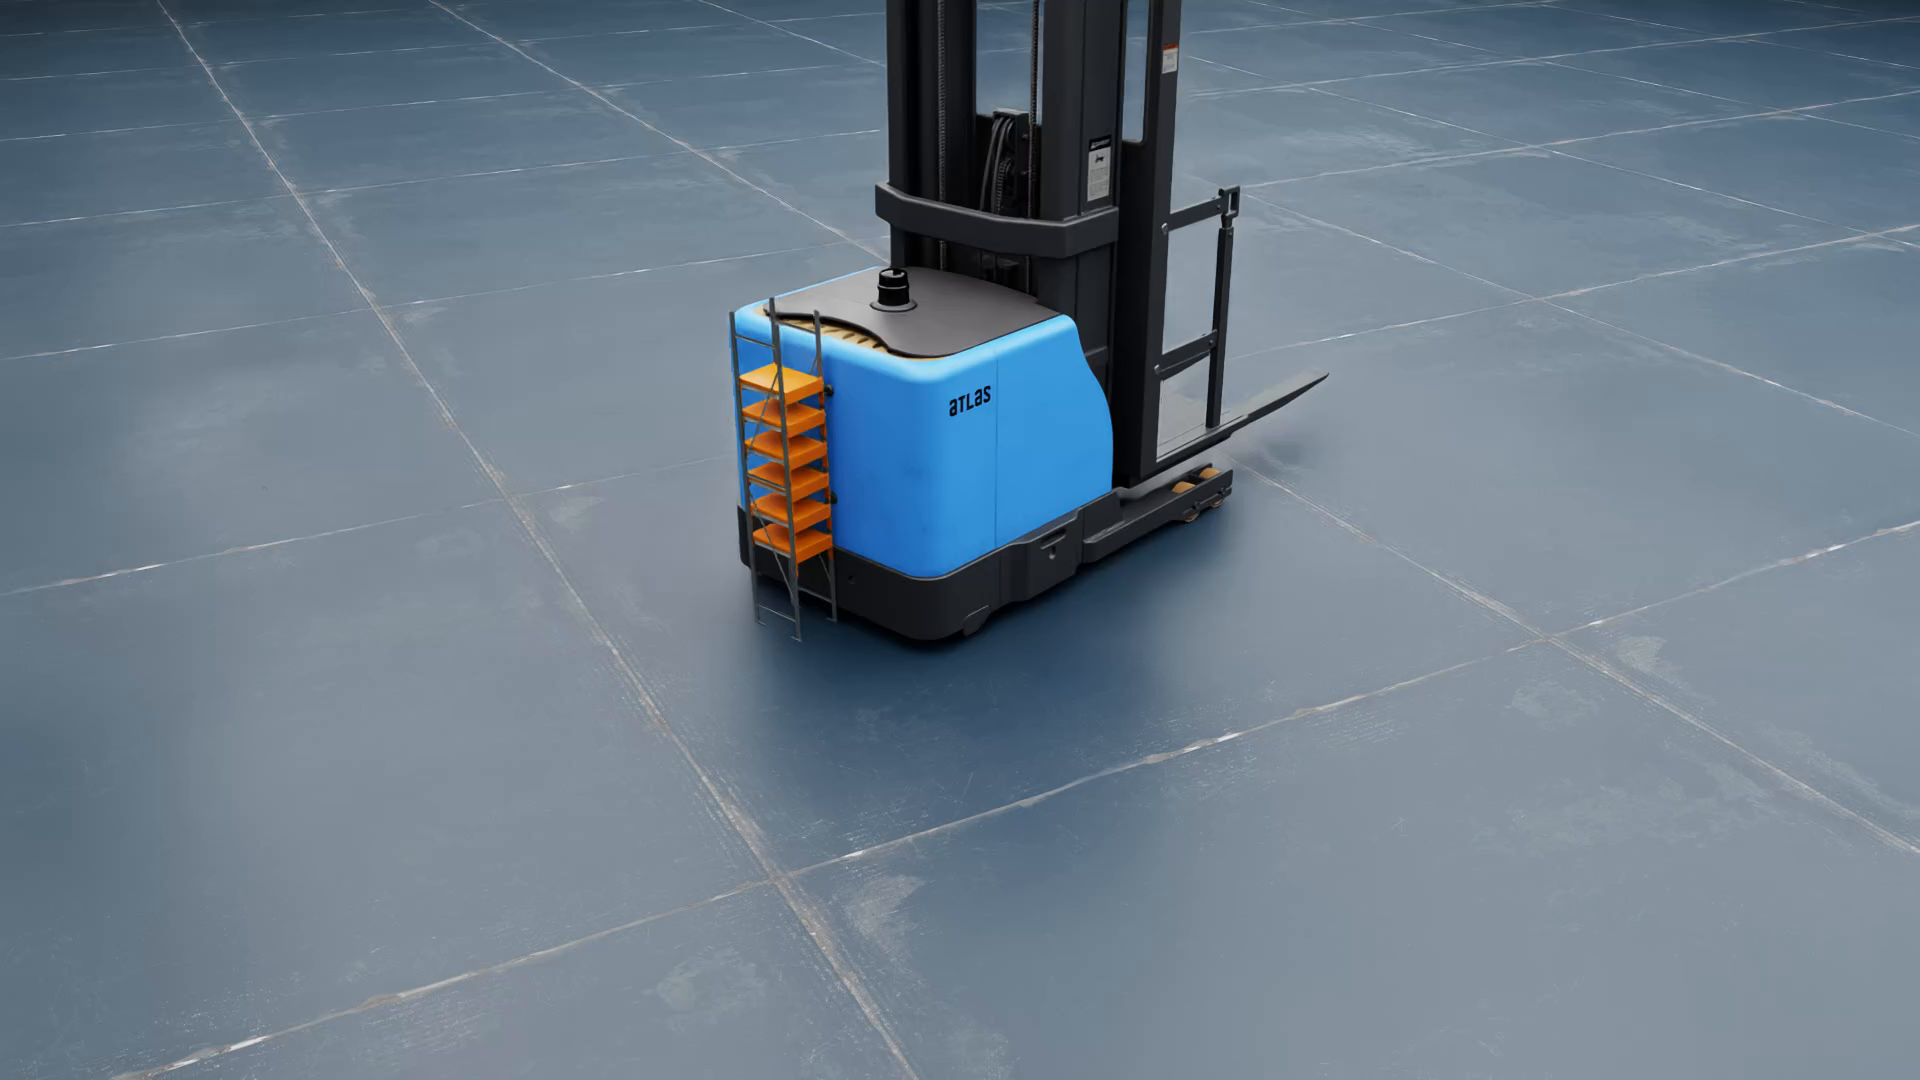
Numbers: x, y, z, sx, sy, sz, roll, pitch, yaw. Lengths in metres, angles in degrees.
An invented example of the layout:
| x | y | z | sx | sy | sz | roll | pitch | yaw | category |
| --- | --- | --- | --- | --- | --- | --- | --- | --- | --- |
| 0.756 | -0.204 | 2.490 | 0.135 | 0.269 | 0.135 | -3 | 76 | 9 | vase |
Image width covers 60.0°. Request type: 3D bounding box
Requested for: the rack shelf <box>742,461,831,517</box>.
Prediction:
| x | y | z | sx | sy | sz | roll | pitch | yaw | category |
| --- | --- | --- | --- | --- | --- | --- | --- | --- | --- |
| -0.611 | -0.193 | 5.863 | 0.258 | 0.103 | 0.180 | 21 | 34 | 36 | rack shelf |

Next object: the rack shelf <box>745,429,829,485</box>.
| x | y | z | sx | sy | sz | roll | pitch | yaw | category |
| --- | --- | --- | --- | --- | --- | --- | --- | --- | --- |
| -0.614 | -0.300 | 5.808 | 0.258 | 0.103 | 0.180 | 21 | 34 | 36 | rack shelf |

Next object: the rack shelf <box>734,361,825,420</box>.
| x | y | z | sx | sy | sz | roll | pitch | yaw | category |
| --- | --- | --- | --- | --- | --- | --- | --- | --- | --- |
| -0.618 | -0.514 | 5.700 | 0.258 | 0.103 | 0.180 | 21 | 34 | 36 | rack shelf |

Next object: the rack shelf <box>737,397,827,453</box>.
| x | y | z | sx | sy | sz | roll | pitch | yaw | category |
| --- | --- | --- | --- | --- | --- | --- | --- | --- | --- |
| -0.616 | -0.407 | 5.754 | 0.258 | 0.103 | 0.180 | 21 | 34 | 36 | rack shelf |

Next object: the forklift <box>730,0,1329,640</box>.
| x | y | z | sx | sy | sz | roll | pitch | yaw | category |
| --- | --- | --- | --- | --- | --- | --- | --- | --- | --- |
| 0.504 | -1.525 | 6.540 | 1.130 | 2.935 | 3.031 | 21 | 33 | 37 | forklift |

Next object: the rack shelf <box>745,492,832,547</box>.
| x | y | z | sx | sy | sz | roll | pitch | yaw | category |
| --- | --- | --- | --- | --- | --- | --- | --- | --- | --- |
| -0.609 | -0.086 | 5.917 | 0.258 | 0.103 | 0.180 | 21 | 34 | 36 | rack shelf |

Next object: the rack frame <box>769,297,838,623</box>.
| x | y | z | sx | sy | sz | roll | pitch | yaw | category |
| --- | --- | --- | --- | --- | --- | --- | --- | --- | --- |
| -0.552 | -0.265 | 5.904 | 0.240 | 1.200 | 0.006 | 21 | 34 | 36 | rack frame |

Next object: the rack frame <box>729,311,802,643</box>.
| x | y | z | sx | sy | sz | roll | pitch | yaw | category |
| --- | --- | --- | --- | --- | --- | --- | --- | --- | --- |
| -0.672 | -0.201 | 5.781 | 0.240 | 1.200 | 0.006 | 21 | 34 | 36 | rack frame |

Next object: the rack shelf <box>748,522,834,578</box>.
| x | y | z | sx | sy | sz | roll | pitch | yaw | category |
| --- | --- | --- | --- | --- | --- | --- | --- | --- | --- |
| -0.607 | 0.021 | 5.971 | 0.258 | 0.103 | 0.180 | 21 | 34 | 36 | rack shelf |

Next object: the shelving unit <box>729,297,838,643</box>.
| x | y | z | sx | sy | sz | roll | pitch | yaw | category |
| --- | --- | --- | --- | --- | --- | --- | --- | --- | --- |
| -0.612 | -0.233 | 5.843 | 0.258 | 1.200 | 0.189 | 21 | 34 | 36 | shelving unit |
